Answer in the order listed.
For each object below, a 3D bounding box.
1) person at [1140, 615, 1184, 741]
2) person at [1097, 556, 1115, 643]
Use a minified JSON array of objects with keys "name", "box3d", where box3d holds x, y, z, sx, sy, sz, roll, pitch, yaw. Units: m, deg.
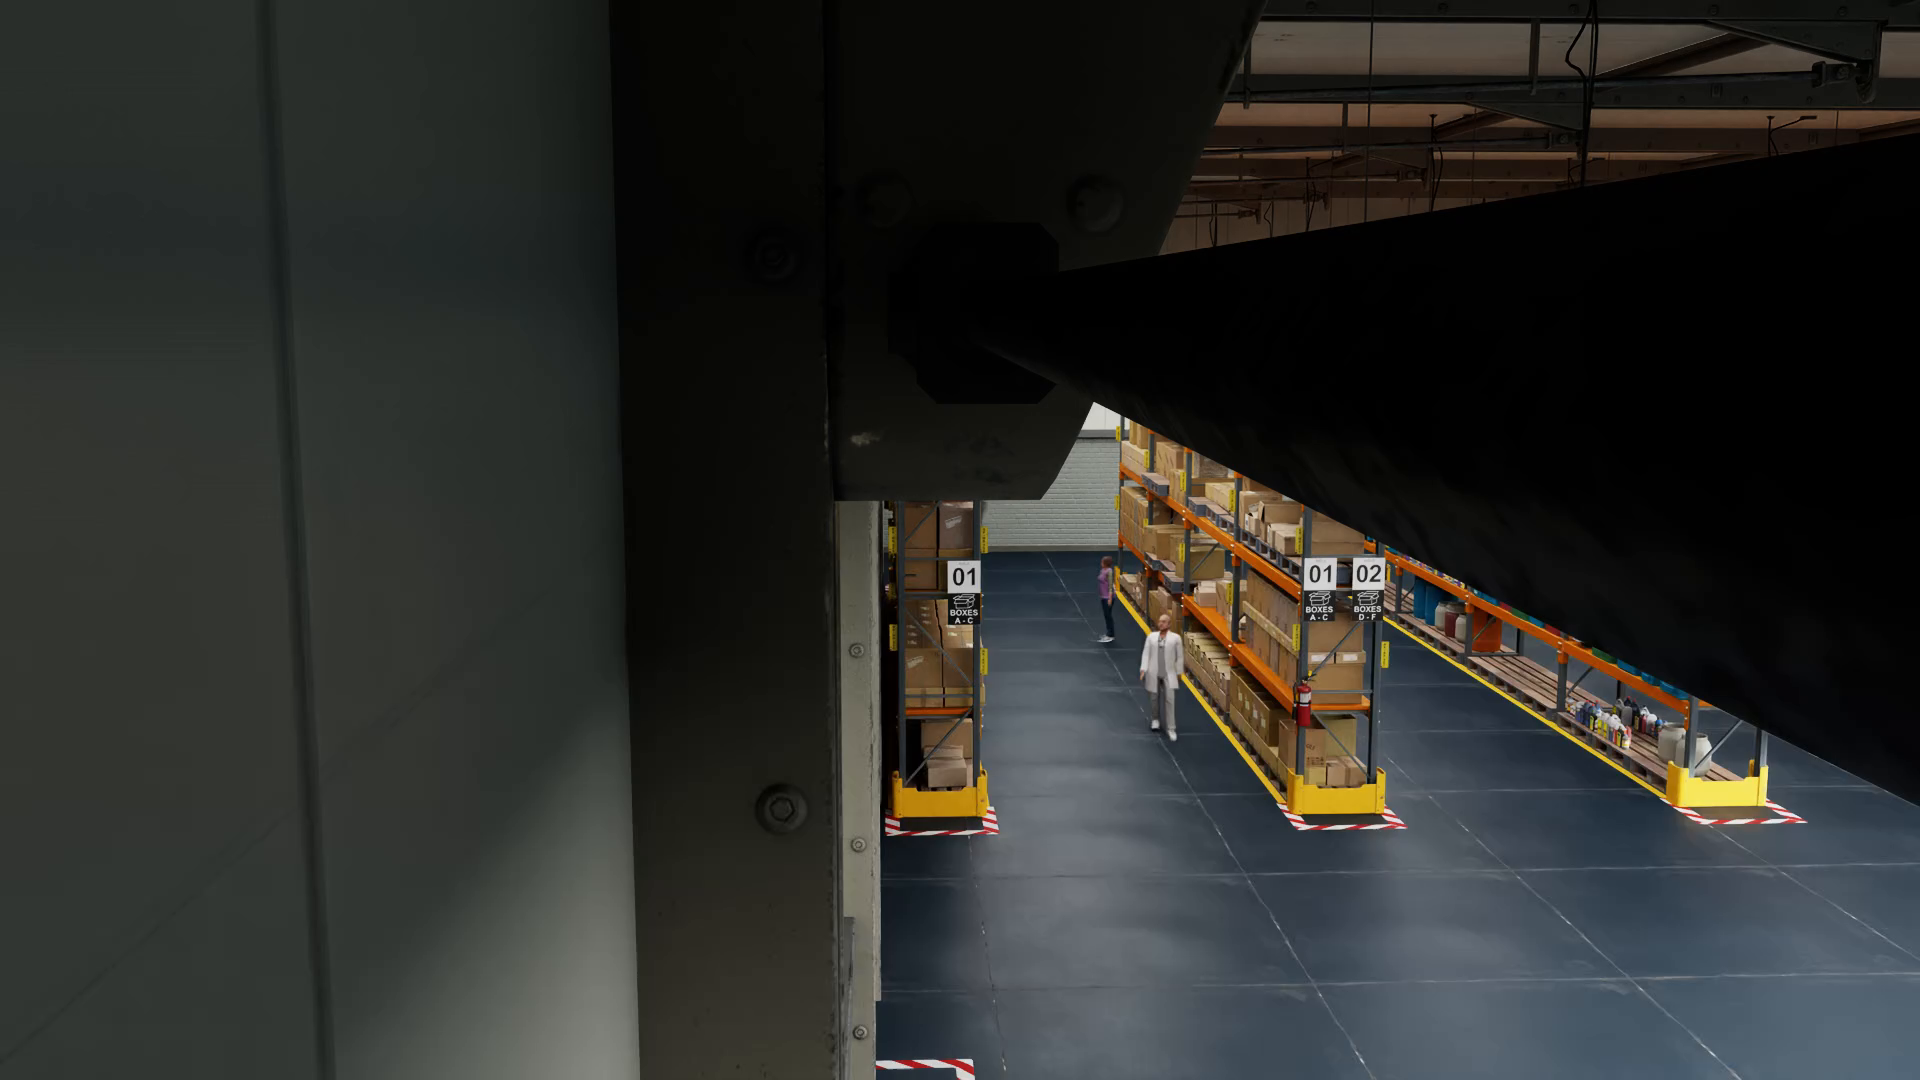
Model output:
[{"name":"person","box3d":[2.952,1.972,24.276,0.654,1.738,1.019,0,8,0]},{"name":"person","box3d":[2.721,1.088,30.950,0.338,1.605,0.495,-2,9,-15]}]
